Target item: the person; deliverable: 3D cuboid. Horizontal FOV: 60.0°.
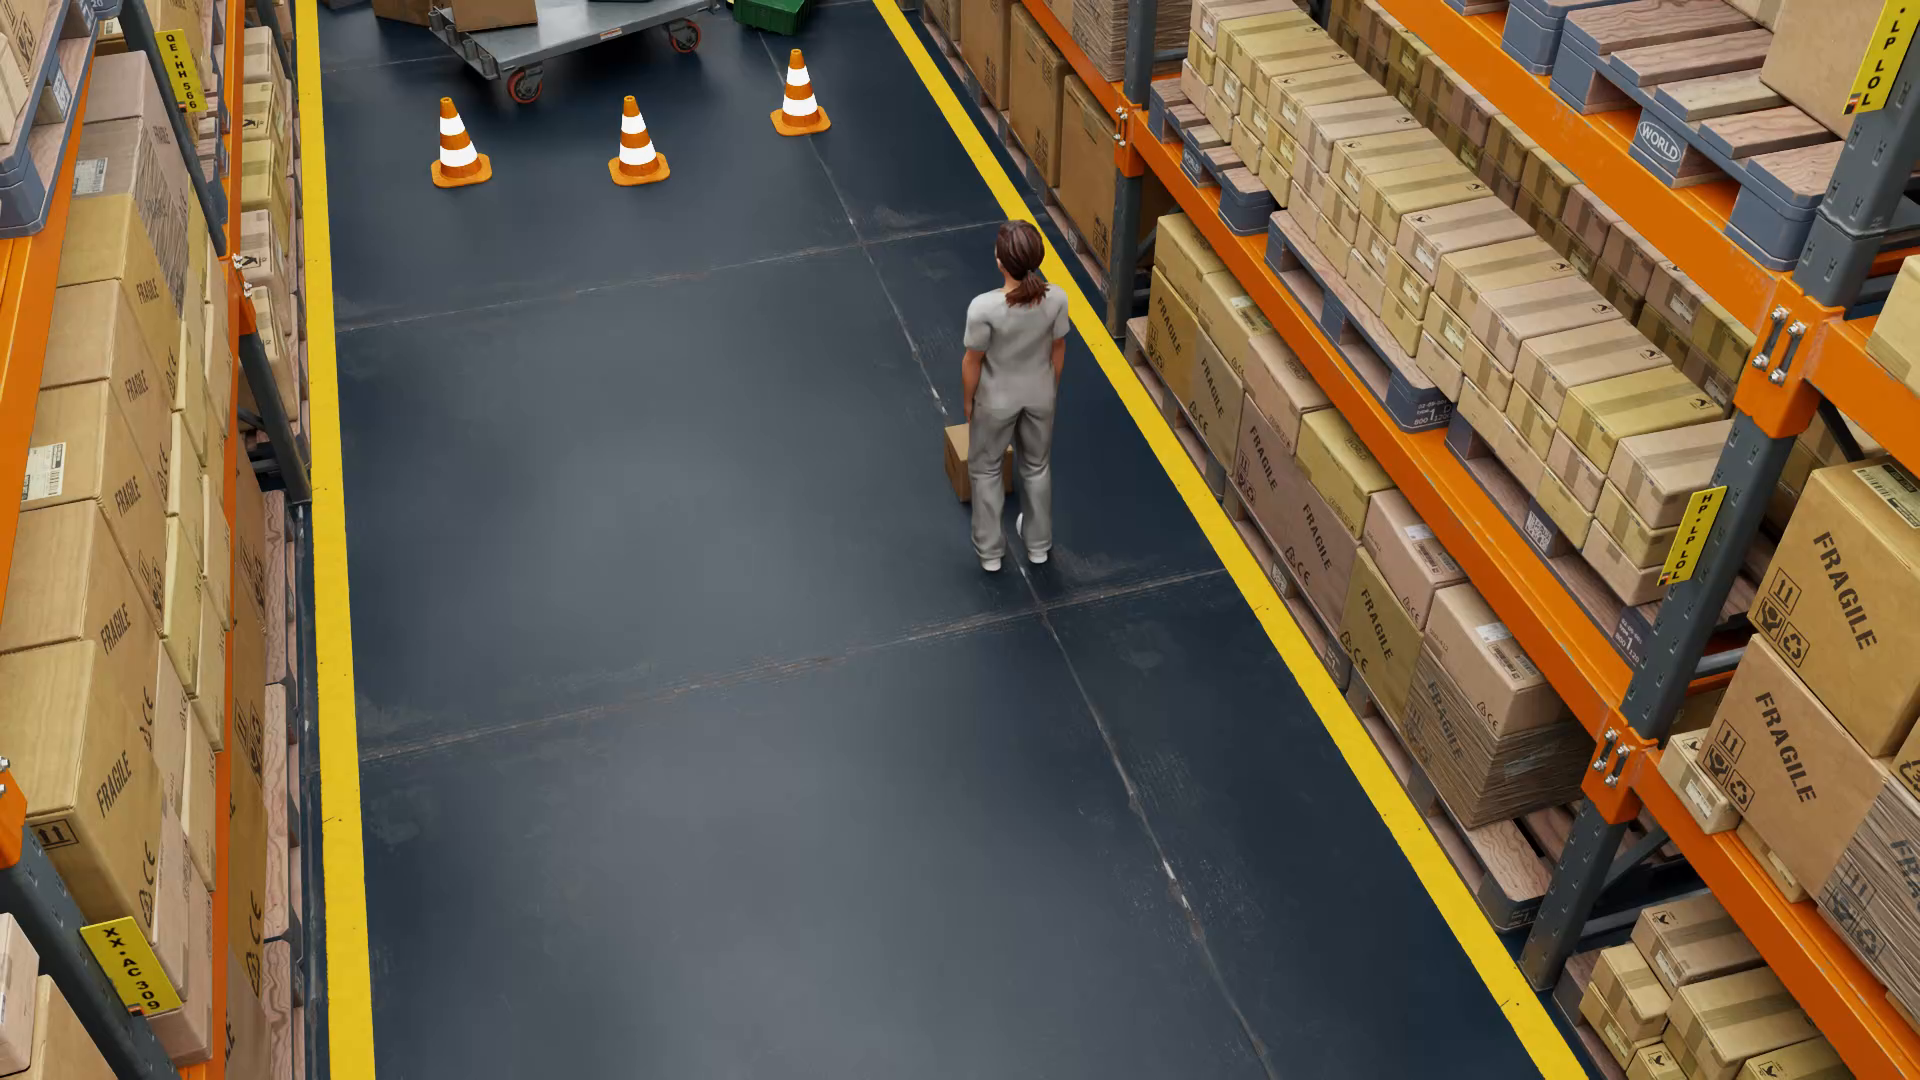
[{"bbox_3d":[0.218,-0.571,6.794,0.437,1.669,0.363,-11,43,-12],"label":"person"}]
